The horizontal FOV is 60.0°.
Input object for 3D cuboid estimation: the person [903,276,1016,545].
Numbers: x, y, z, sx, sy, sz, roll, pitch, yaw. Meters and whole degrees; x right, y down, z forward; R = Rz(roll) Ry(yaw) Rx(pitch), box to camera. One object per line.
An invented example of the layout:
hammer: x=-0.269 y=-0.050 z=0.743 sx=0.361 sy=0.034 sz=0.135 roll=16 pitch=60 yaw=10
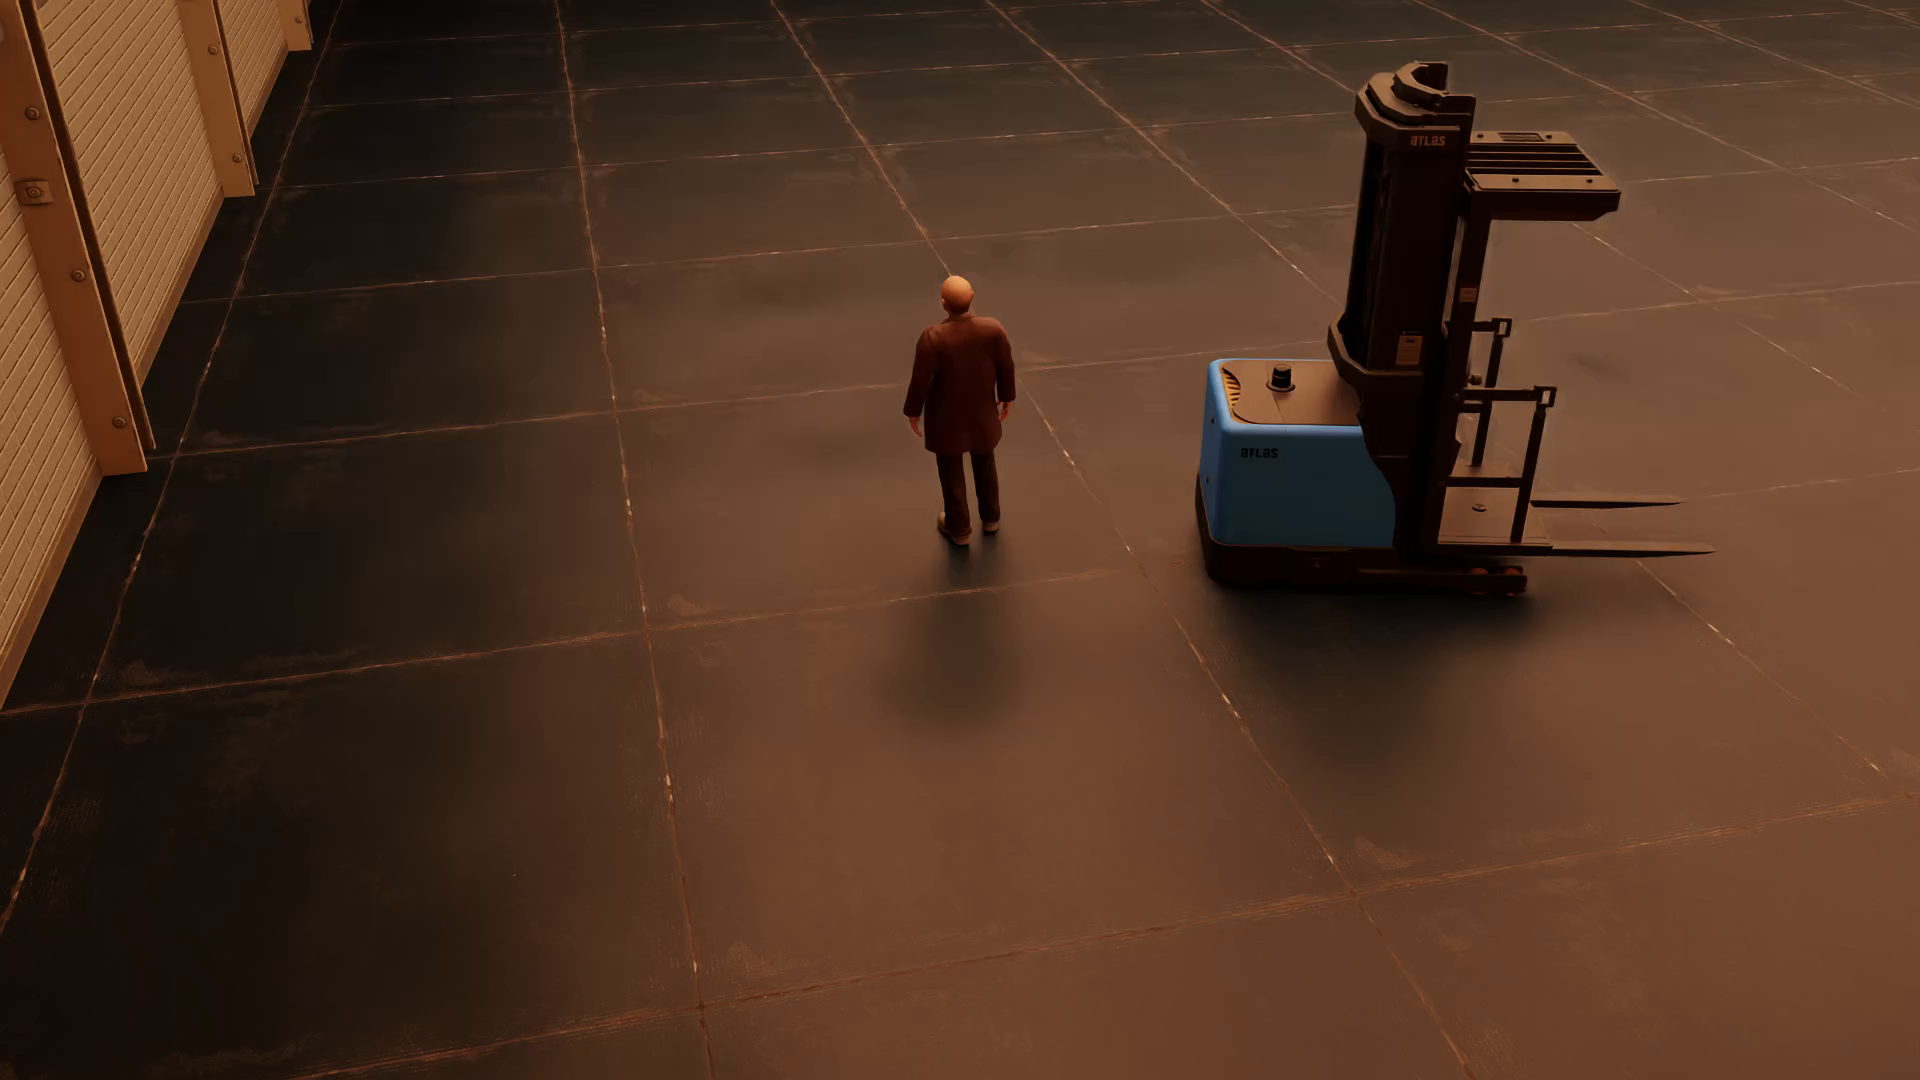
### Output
person: x=-0.018 y=-0.821 z=10.129 sx=0.698 sy=1.777 sz=0.579 roll=-7 pitch=31 yaw=-12

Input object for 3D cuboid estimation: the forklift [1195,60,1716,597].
forklift: x=3.019 y=-1.204 z=9.654 sx=3.031 sy=2.935 sz=1.130 roll=1 pitch=30 yaw=2
